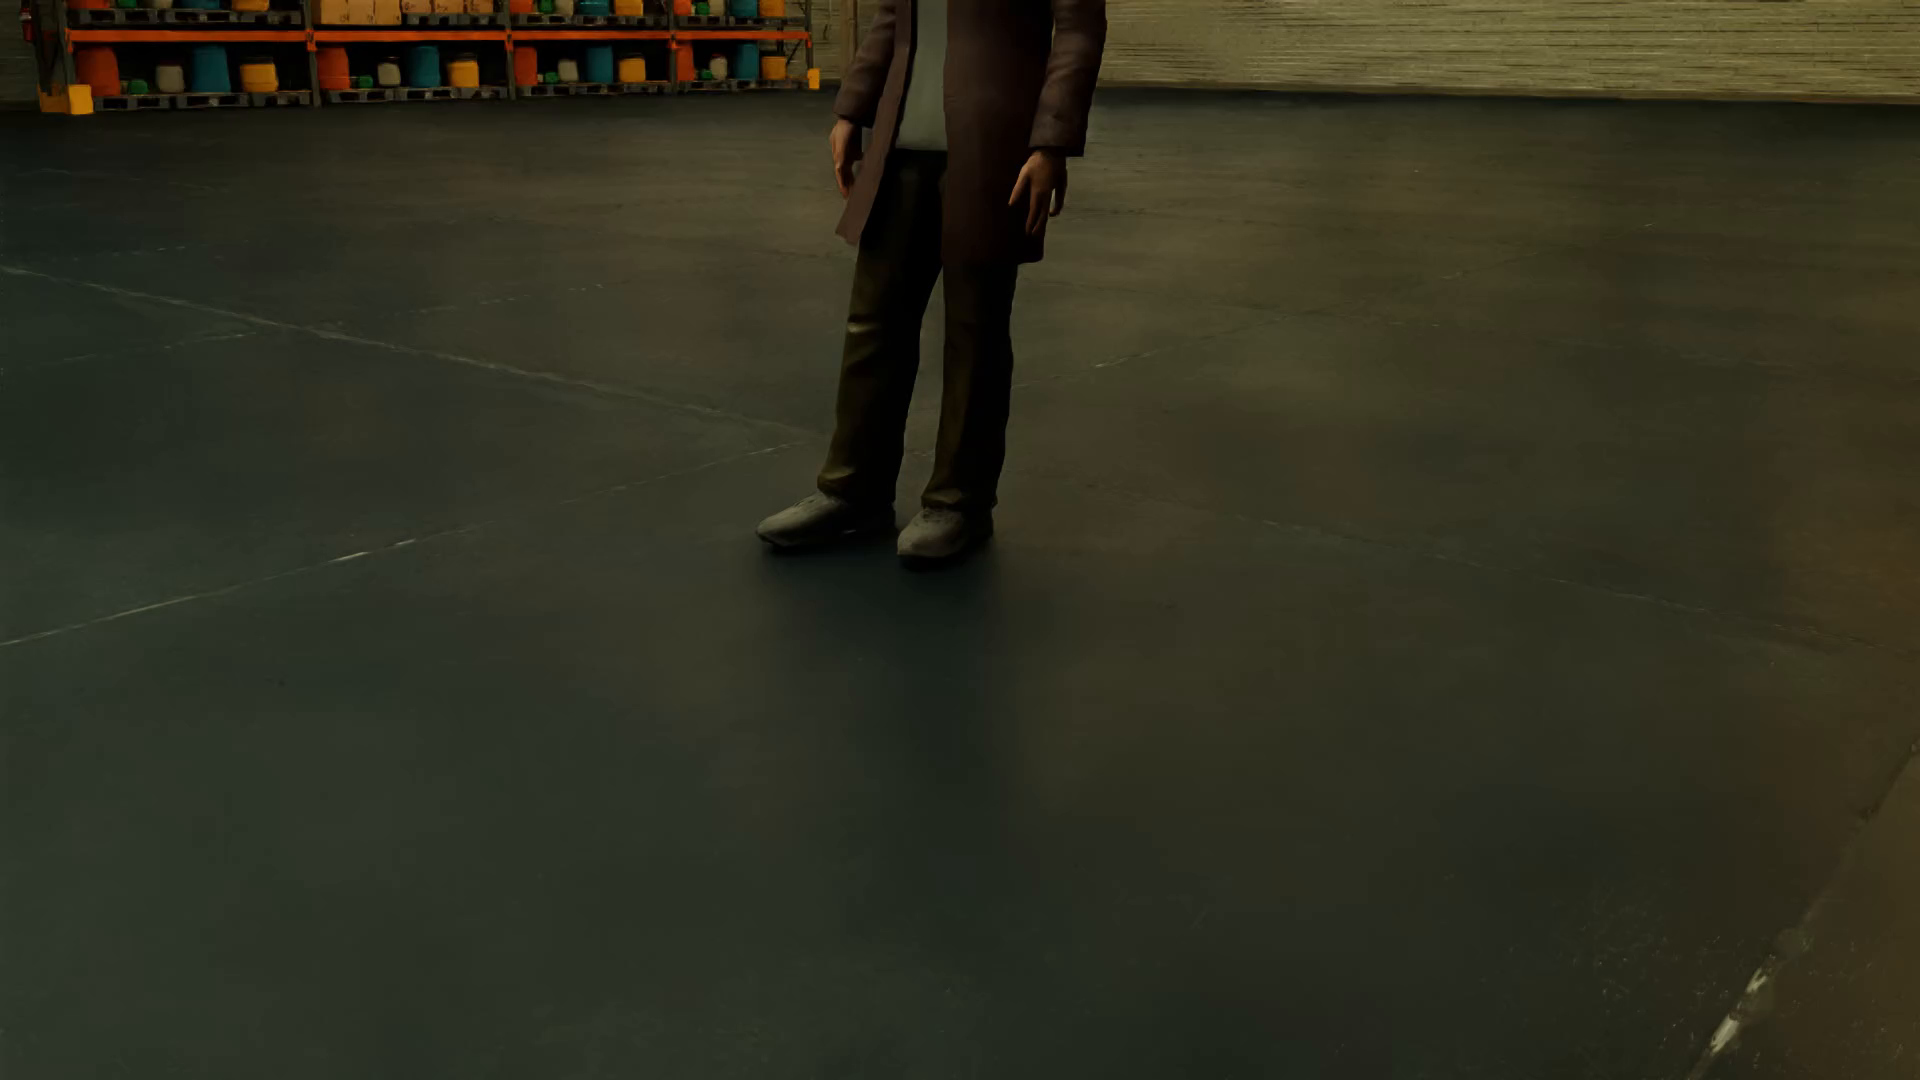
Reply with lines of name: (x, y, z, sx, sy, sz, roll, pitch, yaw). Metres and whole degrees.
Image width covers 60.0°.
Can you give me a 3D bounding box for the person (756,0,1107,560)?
person: (-0.062, -0.838, 3.617, 0.694, 1.776, 0.580, 13, 21, 37)
